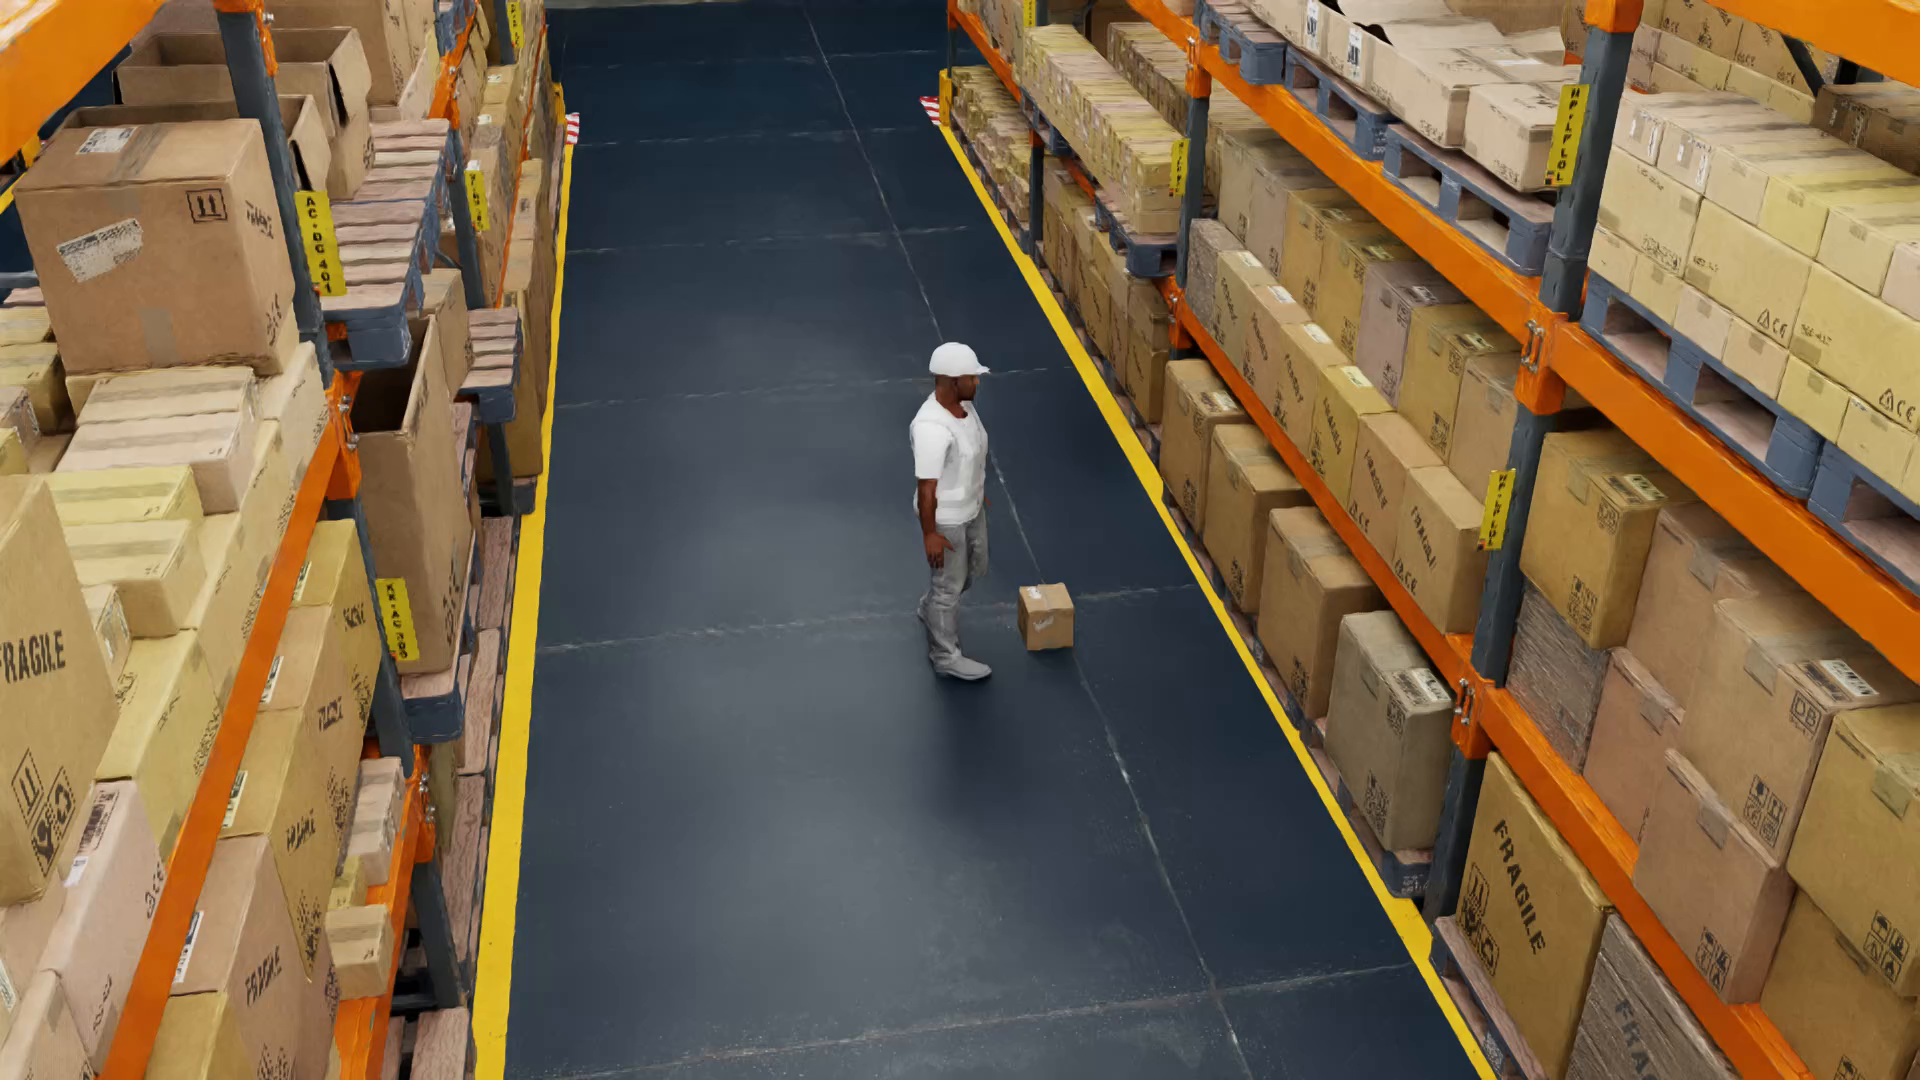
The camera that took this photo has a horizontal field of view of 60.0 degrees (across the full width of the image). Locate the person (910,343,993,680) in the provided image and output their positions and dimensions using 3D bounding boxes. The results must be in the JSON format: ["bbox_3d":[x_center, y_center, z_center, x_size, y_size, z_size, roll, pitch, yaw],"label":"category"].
[{"bbox_3d":[-0.046,-0.146,8.360,0.523,1.770,0.627,10,32,16],"label":"person"}]
